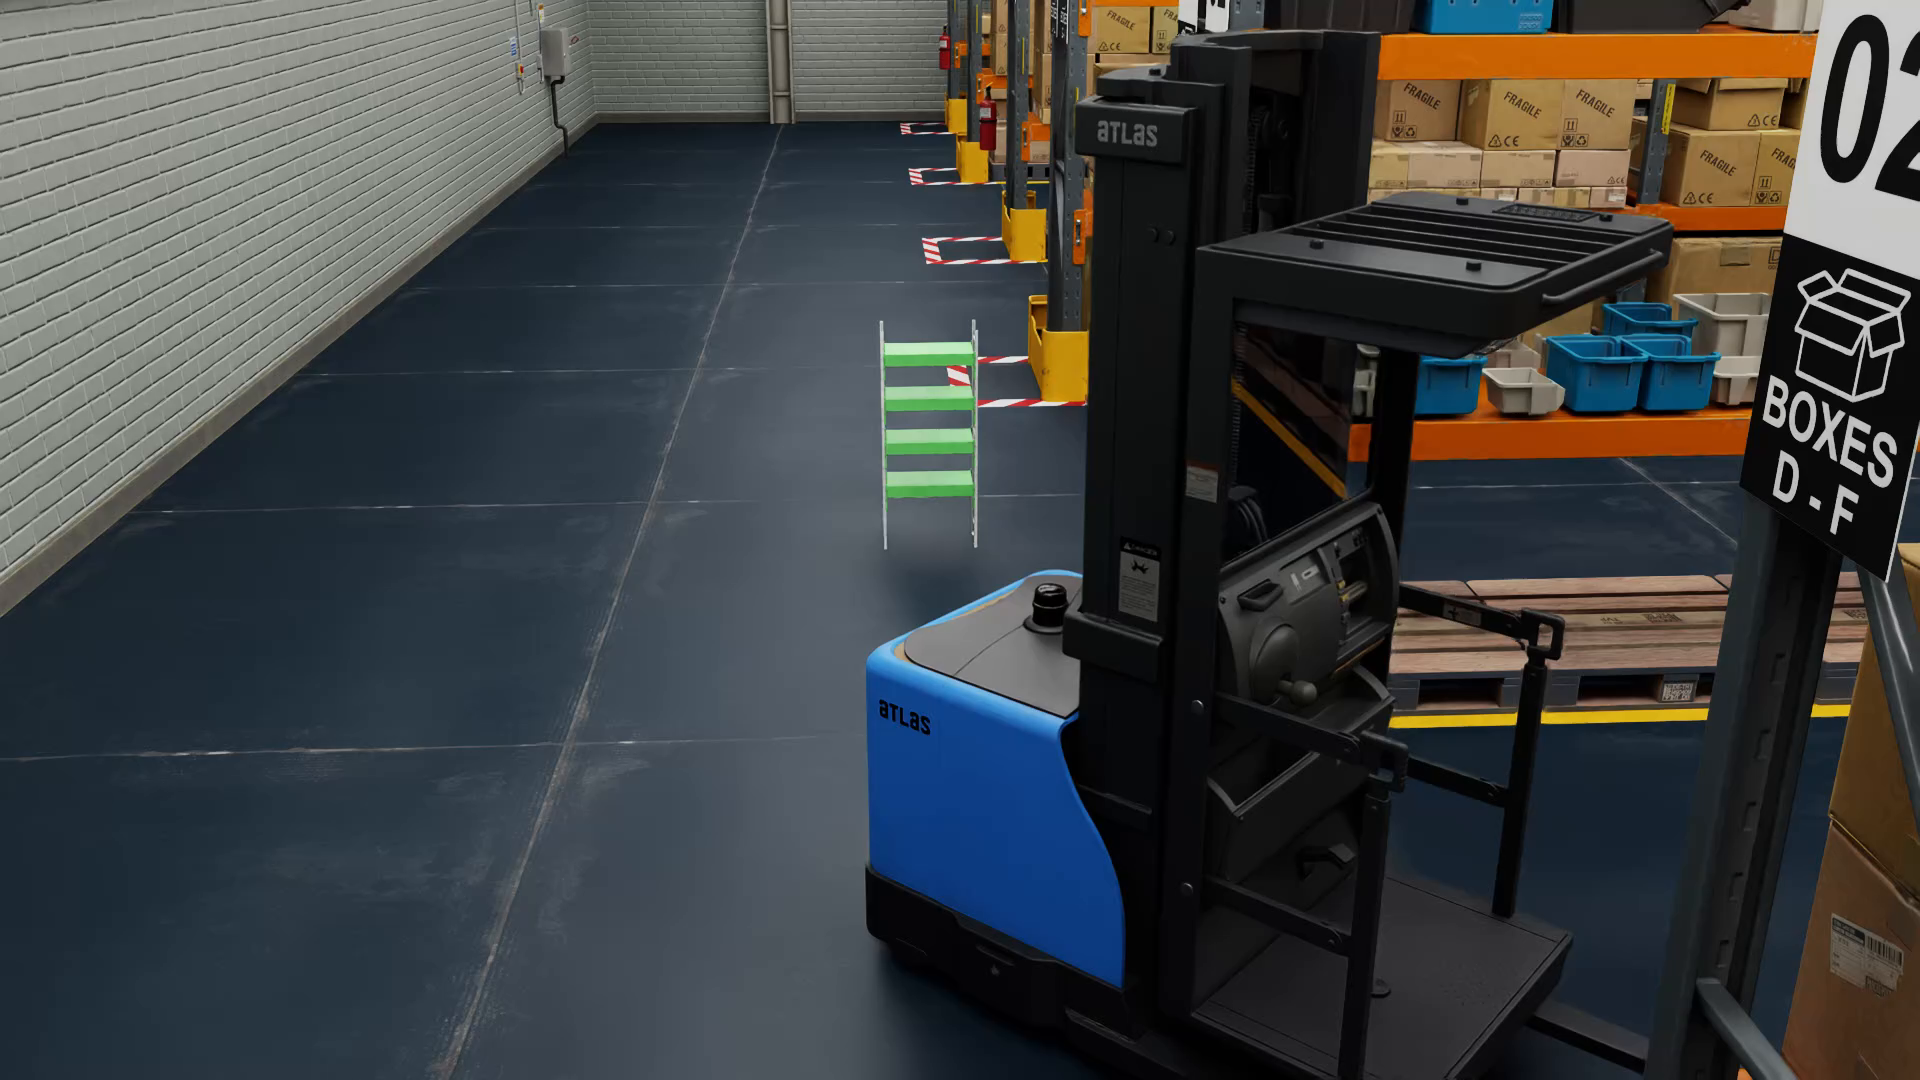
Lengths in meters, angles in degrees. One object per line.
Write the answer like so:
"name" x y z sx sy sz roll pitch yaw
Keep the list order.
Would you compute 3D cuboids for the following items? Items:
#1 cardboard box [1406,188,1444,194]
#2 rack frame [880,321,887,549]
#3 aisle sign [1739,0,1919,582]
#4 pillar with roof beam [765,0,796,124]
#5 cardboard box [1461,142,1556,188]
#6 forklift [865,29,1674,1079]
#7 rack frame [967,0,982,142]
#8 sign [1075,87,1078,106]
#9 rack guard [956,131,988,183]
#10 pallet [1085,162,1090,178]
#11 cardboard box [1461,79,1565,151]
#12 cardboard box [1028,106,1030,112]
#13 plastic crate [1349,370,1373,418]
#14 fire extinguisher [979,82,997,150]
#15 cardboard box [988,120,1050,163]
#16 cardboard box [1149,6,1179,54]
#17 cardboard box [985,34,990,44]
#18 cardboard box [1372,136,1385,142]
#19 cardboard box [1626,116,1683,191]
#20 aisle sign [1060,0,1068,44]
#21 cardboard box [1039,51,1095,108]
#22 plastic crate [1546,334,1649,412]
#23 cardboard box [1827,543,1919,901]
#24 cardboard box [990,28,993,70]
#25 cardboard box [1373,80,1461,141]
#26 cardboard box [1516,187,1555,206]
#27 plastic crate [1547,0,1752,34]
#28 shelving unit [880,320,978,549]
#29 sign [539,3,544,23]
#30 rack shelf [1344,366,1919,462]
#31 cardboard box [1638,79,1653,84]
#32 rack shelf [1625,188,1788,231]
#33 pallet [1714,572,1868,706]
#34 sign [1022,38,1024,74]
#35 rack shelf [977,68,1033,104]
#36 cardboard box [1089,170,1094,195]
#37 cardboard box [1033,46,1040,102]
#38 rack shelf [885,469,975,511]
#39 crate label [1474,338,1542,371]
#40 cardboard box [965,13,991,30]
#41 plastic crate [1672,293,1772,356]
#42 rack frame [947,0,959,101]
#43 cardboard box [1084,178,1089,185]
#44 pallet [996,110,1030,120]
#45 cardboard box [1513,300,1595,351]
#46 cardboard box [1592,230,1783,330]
"cardboard box" 3.169 -2.393 11.545 0.250 0.149 0.380 -1 21 -4
"rack frame" -0.409 -0.552 8.886 0.015 1.200 0.240 -1 21 -3
"aisle sign" 1.221 -0.382 2.254 0.004 0.787 0.394 -1 21 -3
"pillar with roof beam" -2.606 -9.402 21.168 0.400 9.000 9.100 -1 21 -3
"cardboard box" 3.795 -2.615 11.566 0.500 0.250 0.500 -1 21 -1
"forklift" 1.143 0.187 4.510 3.031 2.935 1.130 17 26 37
"rack frame" 0.179 -6.099 20.924 0.127 3.000 1.000 -1 21 -3
"sign" 0.770 -2.823 10.991 0.005 0.325 0.100 -1 21 -3
"rack guard" 0.155 -4.930 21.367 0.348 0.500 1.175 -1 21 -3
"pallet" 2.188 -4.863 21.598 1.213 0.211 1.003 -1 21 -3
"cardboard box" 3.794 -2.966 11.434 0.500 0.500 0.500 -1 21 -2
"cardboard box" 0.934 -6.699 25.918 0.250 0.149 0.380 -2 21 -5
"plastic crate" 1.617 -0.589 6.738 0.298 0.136 0.250 -1 21 -3
"fire extinguisher" 0.284 -4.291 16.808 0.183 0.674 0.296 -1 21 -3
"cardboard box" 0.832 -5.147 21.434 0.875 0.438 0.875 -2 21 -5
"cardboard box" 2.050 -4.925 15.878 0.500 0.500 0.500 -2 21 -4
"cardboard box" 0.487 -7.675 25.418 0.250 0.149 0.380 -1 21 -2
"cardboard box" 2.747 -2.784 12.010 0.500 0.250 0.500 -1 21 -3
"cardboard box" 5.189 -2.813 12.153 0.500 0.500 0.500 -1 21 -3
"aisle sign" 0.690 -3.685 10.931 0.004 0.787 0.394 -1 21 -3
"cardboard box" 1.026 -4.439 16.006 0.500 0.500 0.500 0 21 0
"plastic crate" 2.607 -0.684 6.852 0.300 0.233 0.416 -1 21 -3
"cardboard box" 1.735 0.320 2.519 0.500 0.500 0.500 -1 21 -4
"cardboard box" 0.645 -6.249 21.179 0.500 0.500 0.500 -1 21 -3
"cardboard box" 3.234 -3.141 11.893 0.500 0.500 0.500 -2 21 -5
"cardboard box" 3.939 -2.409 11.586 0.250 0.149 0.380 -2 21 -4
"plastic crate" 2.568 -2.125 6.359 0.767 0.338 0.504 -1 21 -3
"shelving unit" -0.165 -0.557 8.899 0.503 1.200 0.258 -1 21 -3
"sign" -5.627 -7.087 22.360 0.001 0.242 0.339 -1 21 -3
"rack shelf" 3.024 -0.523 7.291 4.000 0.370 1.077 -1 21 -3
"cardboard box" 6.536 -4.519 16.119 0.250 0.149 0.380 -2 21 -4
"rack shelf" 6.735 -2.364 12.126 4.000 0.370 1.077 -1 21 -3
"pallet" 4.289 0.432 7.690 1.213 0.211 1.003 -1 21 -3
"sign" 0.593 -4.554 15.651 0.005 0.325 0.100 -1 21 -3
"rack shelf" 2.175 -5.803 21.159 4.000 0.370 1.077 -1 21 -3
"cardboard box" 1.081 -2.585 12.049 0.250 0.149 0.380 -1 21 -2
"cardboard box" 0.996 -4.629 16.504 0.500 0.500 0.500 -1 21 -2
"rack shelf" -0.165 -0.273 9.007 0.480 0.148 0.258 -1 21 -3
"crate label" 2.398 -0.820 7.345 0.243 0.136 0.396 -1 21 -3
"cardboard box" 0.336 -8.034 25.801 0.500 0.250 0.500 -1 21 -1
"plastic crate" 3.486 -0.907 7.371 0.530 0.282 0.437 -1 21 -3
"rack frame" -0.108 -7.862 25.555 0.127 3.000 1.000 -1 21 -3
"cardboard box" 1.330 -3.570 16.862 0.250 0.149 0.380 -1 21 -2
"pallet" 0.763 -6.577 26.099 1.213 0.211 1.003 -1 21 -3
"cardboard box" 4.074 -1.878 12.234 0.875 0.875 0.875 -1 21 -3
"cardboard box" 5.376 -1.883 12.247 0.875 0.875 1.225 -1 21 -3
